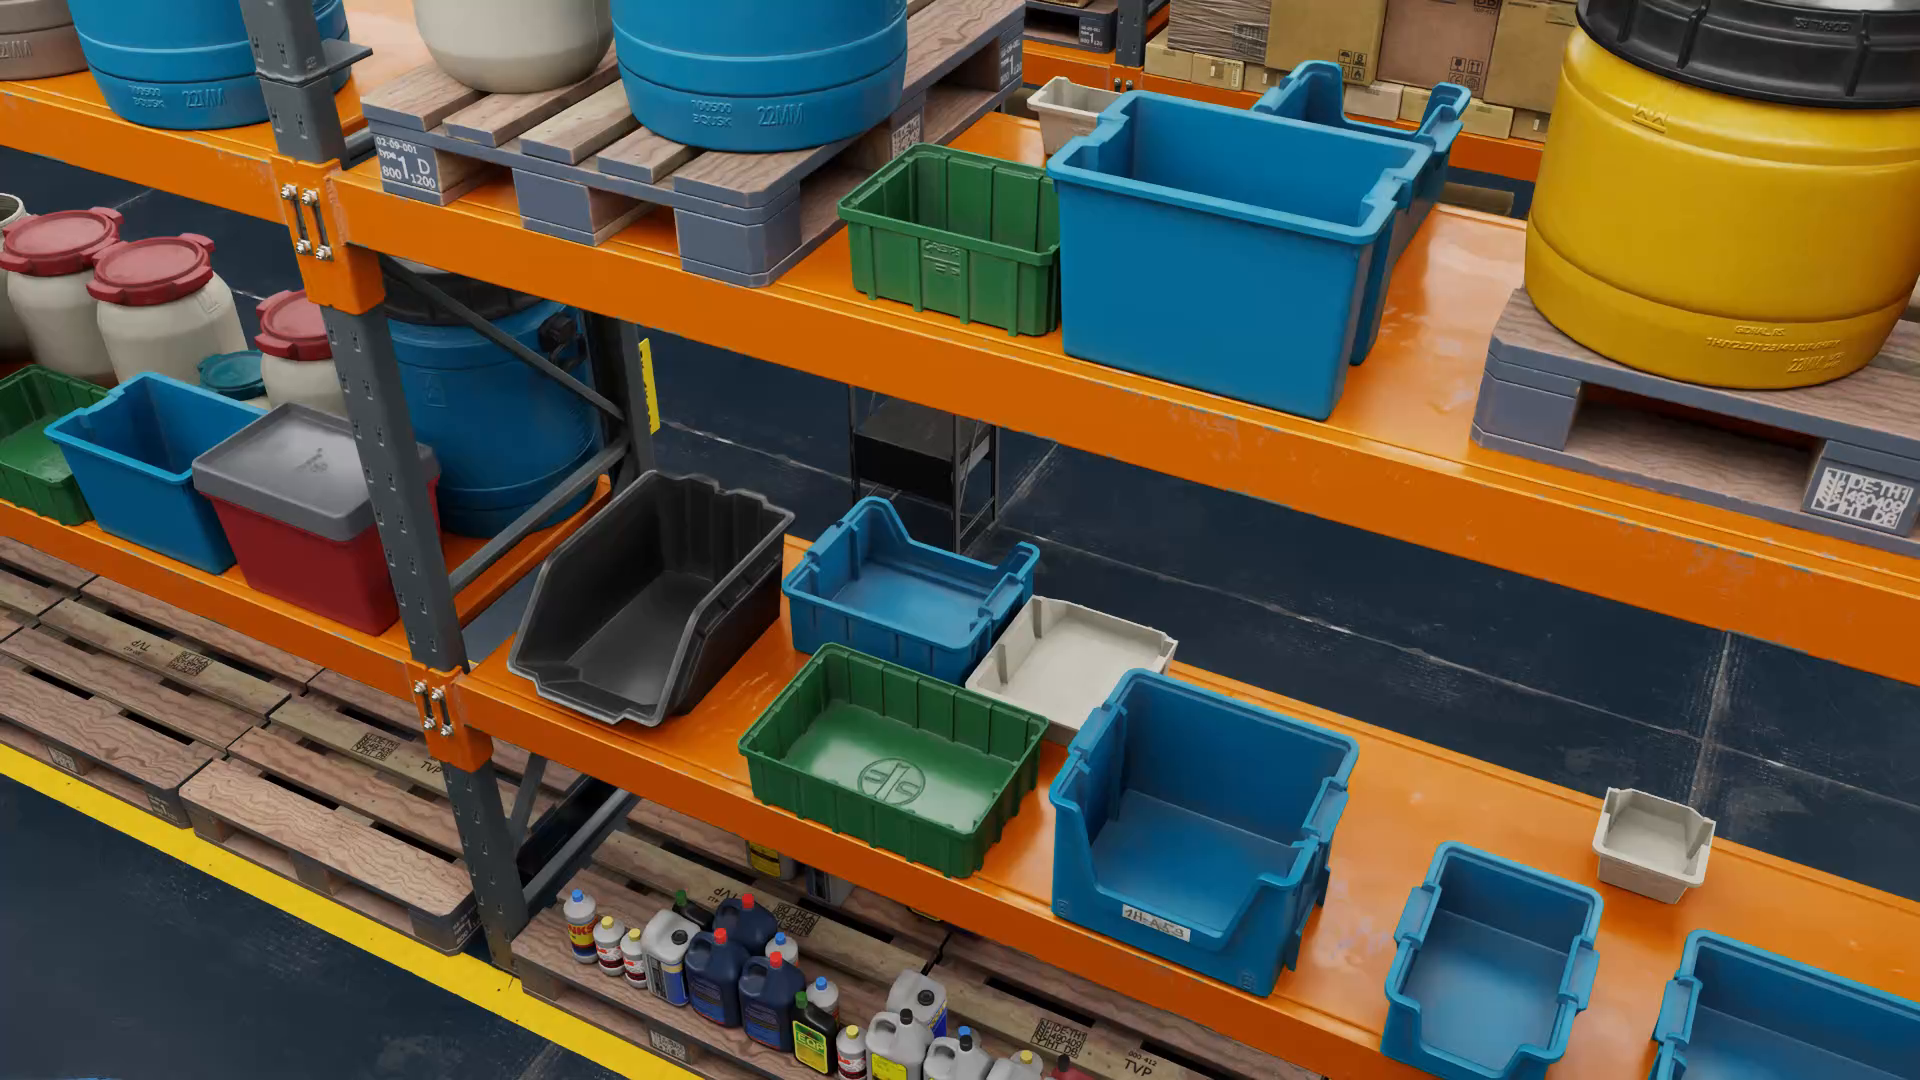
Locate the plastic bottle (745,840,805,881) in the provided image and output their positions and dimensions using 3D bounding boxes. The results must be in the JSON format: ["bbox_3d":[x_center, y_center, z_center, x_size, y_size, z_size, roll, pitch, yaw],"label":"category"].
[{"bbox_3d":[-0.602,0.923,5.381,0.185,0.351,0.144,17,41,21],"label":"plastic bottle"}]

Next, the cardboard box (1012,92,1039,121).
[{"bbox_3d":[0.502,-2.080,9.213,0.500,0.500,0.700,14,39,18],"label":"cardboard box"}]

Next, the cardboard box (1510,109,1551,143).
[{"bbox_3d":[2.671,-1.942,7.535,0.250,0.149,0.380,17,41,21],"label":"cardboard box"}]

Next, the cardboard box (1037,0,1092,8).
[{"bbox_3d":[0.397,-3.420,8.432,1.000,1.000,1.000,18,41,22],"label":"cardboard box"}]

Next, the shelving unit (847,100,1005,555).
[{"bbox_3d":[-0.147,-0.882,6.676,0.503,2.100,0.431,17,41,21],"label":"shelving unit"}]

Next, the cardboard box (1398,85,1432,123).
[{"bbox_3d":[2.212,-2.062,7.694,0.250,0.149,0.380,17,41,21],"label":"cardboard box"}]

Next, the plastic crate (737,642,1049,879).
[{"bbox_3d":[-0.165,0.555,4.214,0.662,0.188,0.450,17,41,21],"label":"plastic crate"}]

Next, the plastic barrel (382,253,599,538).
[{"bbox_3d":[-1.444,-0.529,5.051,0.708,0.901,0.600,17,41,21],"label":"plastic barrel"}]

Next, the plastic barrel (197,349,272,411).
[{"bbox_3d":[-2.345,-0.454,5.482,0.301,0.262,0.301,0,37,0],"label":"plastic barrel"}]

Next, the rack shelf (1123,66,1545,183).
[{"bbox_3d":[2.814,-1.875,7.835,4.000,0.370,1.077,17,41,21],"label":"rack shelf"}]

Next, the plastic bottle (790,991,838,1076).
[{"bbox_3d":[-0.419,1.416,4.787,0.133,0.283,0.061,19,41,23],"label":"plastic bottle"}]

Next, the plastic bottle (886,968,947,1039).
[{"bbox_3d":[-0.123,1.382,4.837,0.135,0.276,0.152,17,41,21],"label":"plastic bottle"}]

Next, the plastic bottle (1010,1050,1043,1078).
[{"bbox_3d":[0.186,1.522,4.715,0.097,0.201,0.097,0,37,0],"label":"plastic bottle"}]

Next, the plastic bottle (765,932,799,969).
[{"bbox_3d":[-0.530,1.275,4.982,0.097,0.271,0.097,0,37,0],"label":"plastic bottle"}]

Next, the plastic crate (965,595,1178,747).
[{"bbox_3d":[0.318,0.362,4.511,0.437,0.136,0.530,17,41,21],"label":"plastic crate"}]

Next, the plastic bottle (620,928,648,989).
[{"bbox_3d":[-0.978,1.261,5.058,0.097,0.201,0.097,0,37,0],"label":"plastic bottle"}]

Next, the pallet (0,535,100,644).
[{"bbox_3d":[-4.122,0.176,6.844,1.213,0.211,1.003,17,41,21],"label":"pallet"}]

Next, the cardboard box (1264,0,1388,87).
[{"bbox_3d":[1.837,-2.560,7.813,0.500,0.500,0.875,17,41,21],"label":"cardboard box"}]

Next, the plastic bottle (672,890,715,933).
[{"bbox_3d":[-0.811,1.190,5.085,0.133,0.283,0.061,17,41,21],"label":"plastic bottle"}]

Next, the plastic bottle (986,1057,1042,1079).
[{"bbox_3d":[0.145,1.564,4.597,0.135,0.276,0.152,16,40,20],"label":"plastic bottle"}]

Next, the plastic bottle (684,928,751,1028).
[{"bbox_3d":[-0.714,1.268,4.925,0.185,0.351,0.144,18,41,23],"label":"plastic bottle"}]

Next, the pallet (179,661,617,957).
[{"bbox_3d":[-1.955,0.854,5.950,1.213,0.211,1.003,17,41,21],"label":"pallet"}]

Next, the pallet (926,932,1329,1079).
[{"bbox_3d":[0.424,1.599,4.968,1.213,0.211,1.003,17,41,21],"label":"pallet"}]

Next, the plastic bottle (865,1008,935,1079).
[{"bbox_3d":[-0.169,1.439,4.700,0.185,0.351,0.144,17,40,21],"label":"plastic bottle"}]

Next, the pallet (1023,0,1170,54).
[{"bbox_3d":[0.426,-2.932,8.791,1.213,0.211,1.003,17,41,21],"label":"pallet"}]

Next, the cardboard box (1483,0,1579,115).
[{"bbox_3d":[2.752,-2.314,7.489,0.500,0.500,0.875,17,41,21],"label":"cardboard box"}]

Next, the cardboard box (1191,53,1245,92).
[{"bbox_3d":[1.306,-2.320,8.033,0.250,0.149,0.380,17,41,21],"label":"cardboard box"}]

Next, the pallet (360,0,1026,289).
[{"bbox_3d":[-0.555,-1.030,3.802,1.003,0.211,1.213,17,41,21],"label":"pallet"}]

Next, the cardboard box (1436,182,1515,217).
[{"bbox_3d":[2.474,-1.471,8.428,0.500,0.500,0.500,14,39,18],"label":"cardboard box"}]

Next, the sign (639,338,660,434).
[{"bbox_3d":[-0.977,-0.461,5.148,0.005,0.325,0.100,17,41,21],"label":"sign"}]

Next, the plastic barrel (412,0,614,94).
[{"bbox_3d":[-0.948,-1.240,3.482,0.421,0.512,0.421,0,37,0],"label":"plastic barrel"}]

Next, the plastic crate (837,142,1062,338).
[{"bbox_3d":[0.036,-0.584,3.233,0.450,0.188,0.336,17,41,21],"label":"plastic crate"}]

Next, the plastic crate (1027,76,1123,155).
[{"bbox_3d":[0.371,-0.919,3.717,0.396,0.136,0.243,17,41,21],"label":"plastic crate"}]

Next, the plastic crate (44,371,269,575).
[{"bbox_3d":[-2.363,-0.192,5.036,0.575,0.384,0.392,17,41,21],"label":"plastic crate"}]

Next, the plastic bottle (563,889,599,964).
[{"bbox_3d":[-1.159,1.177,5.112,0.097,0.271,0.097,0,37,0],"label":"plastic bottle"}]

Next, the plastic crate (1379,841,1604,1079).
[{"bbox_3d":[1.156,0.950,3.640,0.408,0.251,0.499,17,41,21],"label":"plastic crate"}]

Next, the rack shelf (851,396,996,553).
[{"bbox_3d":[-0.147,-0.314,7.107,0.480,0.518,0.431,17,41,21],"label":"rack shelf"}]

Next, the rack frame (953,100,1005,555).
[{"bbox_3d":[0.070,-0.815,6.586,0.015,2.100,0.400,17,41,21],"label":"rack frame"}]

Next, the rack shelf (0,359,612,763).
[{"bbox_3d":[-3.016,-0.328,5.797,4.000,0.370,1.077,17,41,21],"label":"rack shelf"}]

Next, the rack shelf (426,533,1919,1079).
[{"bbox_3d":[0.536,0.784,4.332,4.000,0.370,1.077,17,41,21],"label":"rack shelf"}]

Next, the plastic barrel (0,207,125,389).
[{"bbox_3d":[-3.025,-0.821,5.738,0.433,0.535,0.433,0,37,0],"label":"plastic barrel"}]

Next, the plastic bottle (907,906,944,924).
[{"bbox_3d":[-0.103,1.078,5.232,0.133,0.283,0.061,17,41,21],"label":"plastic bottle"}]

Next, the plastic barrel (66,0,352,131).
[{"bbox_3d":[-1.792,-1.478,3.821,0.708,0.901,0.600,17,41,21],"label":"plastic barrel"}]

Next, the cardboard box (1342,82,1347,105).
[{"bbox_3d":[1.767,-2.201,7.877,0.250,0.149,0.380,17,41,21],"label":"cardboard box"}]

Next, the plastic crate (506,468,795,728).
[{"bbox_3d":[-0.834,0.180,4.584,0.504,0.338,0.767,17,41,21],"label":"plastic crate"}]

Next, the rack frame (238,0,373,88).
[{"bbox_3d":[-1.240,-2.448,3.033,0.127,3.000,1.000,17,41,21],"label":"rack frame"}]
